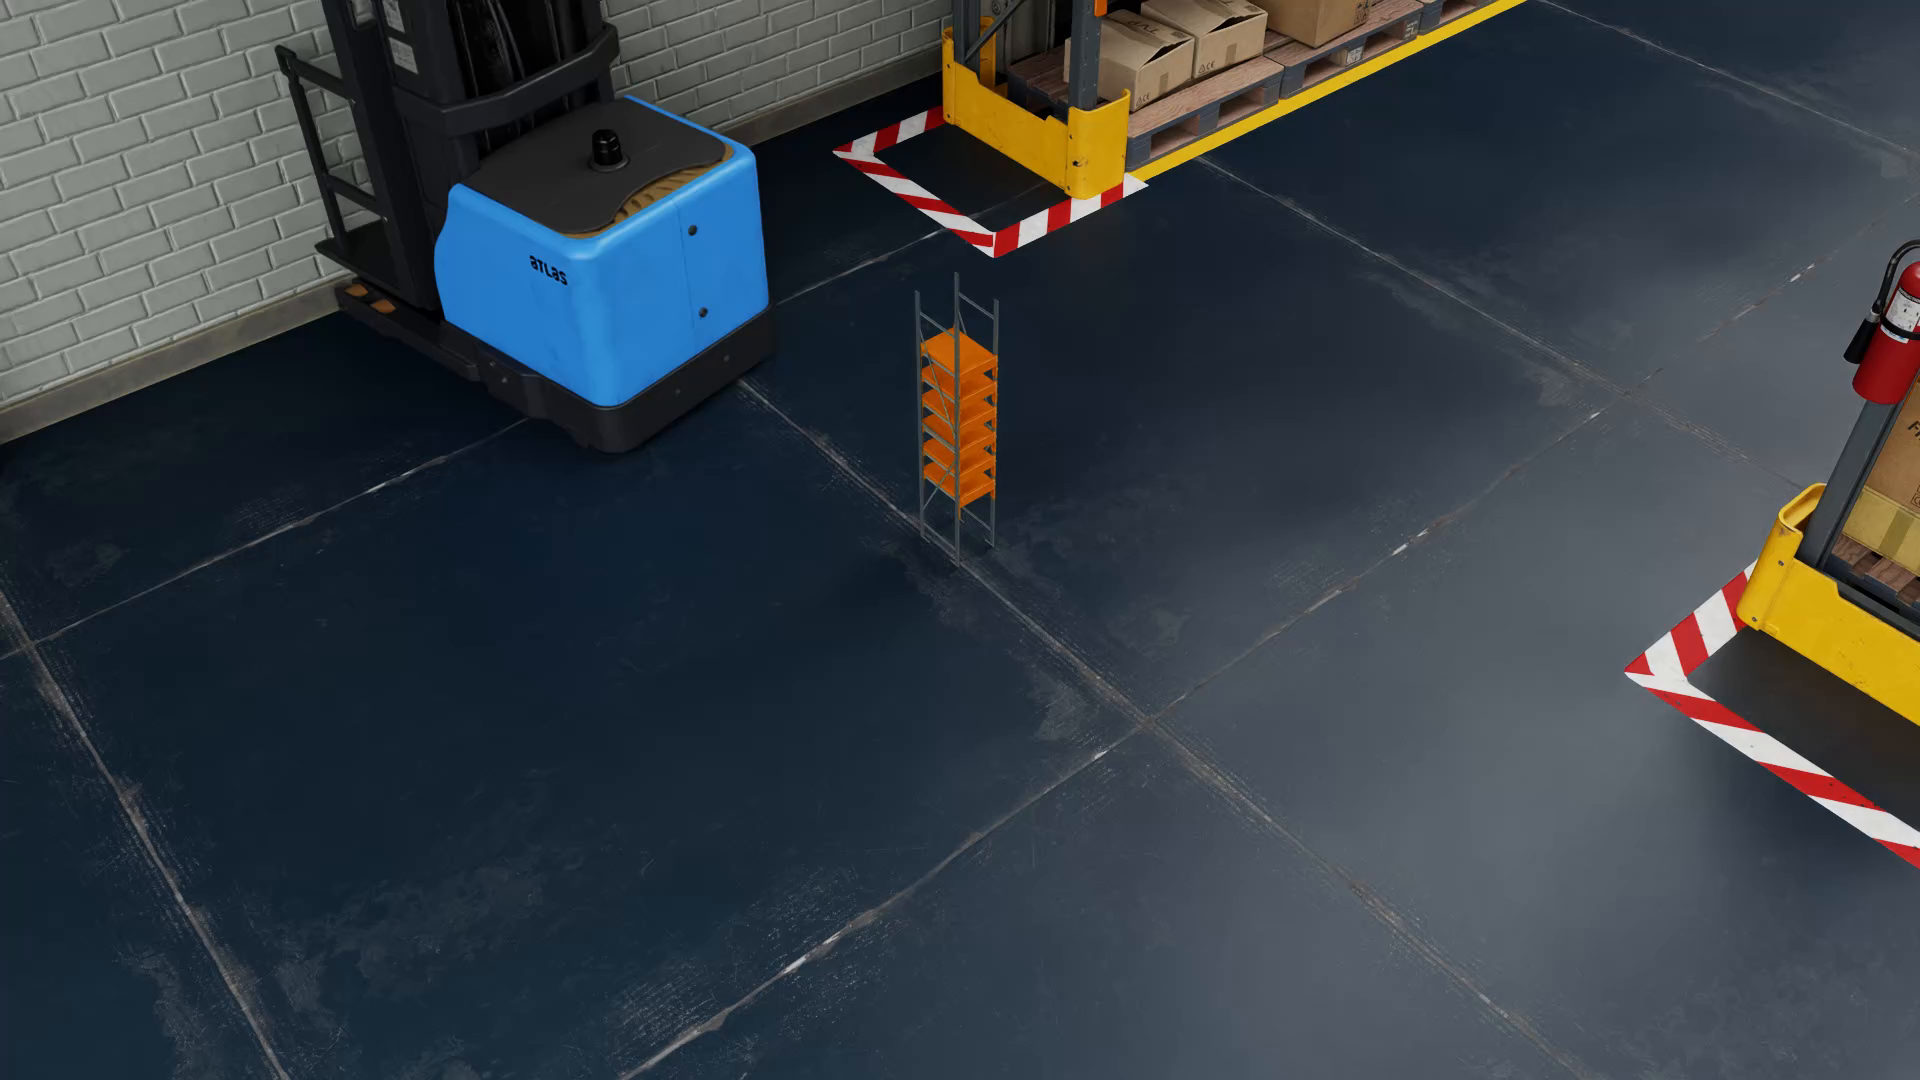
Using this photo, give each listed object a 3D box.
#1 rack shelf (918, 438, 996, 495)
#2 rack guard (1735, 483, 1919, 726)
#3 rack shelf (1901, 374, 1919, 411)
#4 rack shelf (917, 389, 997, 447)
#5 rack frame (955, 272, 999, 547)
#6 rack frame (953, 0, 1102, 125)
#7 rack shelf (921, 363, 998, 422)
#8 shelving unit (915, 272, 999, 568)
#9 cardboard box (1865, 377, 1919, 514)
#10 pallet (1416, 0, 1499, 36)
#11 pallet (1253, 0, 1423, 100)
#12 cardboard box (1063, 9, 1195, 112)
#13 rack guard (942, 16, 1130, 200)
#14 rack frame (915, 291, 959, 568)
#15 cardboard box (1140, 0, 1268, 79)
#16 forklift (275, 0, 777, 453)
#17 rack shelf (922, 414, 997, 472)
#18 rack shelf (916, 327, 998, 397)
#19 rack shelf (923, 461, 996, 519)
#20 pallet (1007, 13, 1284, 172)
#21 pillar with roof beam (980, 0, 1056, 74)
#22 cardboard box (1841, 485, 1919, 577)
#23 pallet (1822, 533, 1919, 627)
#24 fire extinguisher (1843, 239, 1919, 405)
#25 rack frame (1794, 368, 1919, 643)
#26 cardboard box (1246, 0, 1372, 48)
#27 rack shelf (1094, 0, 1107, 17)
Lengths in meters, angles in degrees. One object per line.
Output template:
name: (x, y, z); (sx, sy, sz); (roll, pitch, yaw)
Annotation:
rack shelf: (-0.011, -0.311, 6.445); (0.180, 0.103, 0.258); (-30, 51, -28)
rack guard: (3.489, 0.331, 6.032); (0.348, 0.500, 1.175); (-30, 51, -28)
rack shelf: (5.041, -1.207, 6.370); (4.000, 0.370, 1.077); (-30, 51, -28)
rack shelf: (-0.011, -0.486, 6.281); (0.180, 0.103, 0.258); (-30, 51, -28)
rack frame: (0.059, -0.471, 6.375); (0.006, 1.200, 0.240); (-30, 51, -28)
rack frame: (0.326, -3.190, 7.956); (0.127, 3.000, 1.000); (-30, 51, -28)
rack shelf: (-0.011, -0.574, 6.199); (0.180, 0.103, 0.258); (-30, 51, -28)
shelving unit: (-0.011, -0.431, 6.332); (0.189, 1.200, 0.258); (-30, 51, -28)
cardboard box: (3.728, -0.407, 6.146); (0.500, 0.500, 0.500); (-30, 51, -28)
pallet: (2.902, -3.617, 10.447); (1.213, 0.211, 1.003); (-30, 51, -28)
pallet: (1.965, -3.079, 9.874); (1.213, 0.211, 1.003); (-30, 51, -28)
cardboard box: (0.914, -2.627, 8.999); (0.500, 0.311, 0.500); (33, 52, 30)
rack guard: (0.384, -2.313, 8.847); (0.348, 0.500, 1.175); (-30, 51, -28)
rack frame: (-0.081, -0.391, 6.290); (0.006, 1.200, 0.240); (-30, 51, -28)
cardboard box: (1.352, -2.878, 9.266); (0.500, 0.311, 0.500); (-26, 49, -25)
forklift: (-2.305, -2.279, 7.036); (3.031, 2.935, 1.130); (28, 50, 27)
rack shelf: (-0.011, -0.399, 6.363); (0.180, 0.103, 0.258); (-30, 51, -28)
rack shelf: (-0.011, -0.661, 6.116); (0.180, 0.103, 0.258); (-30, 51, -28)
rack shelf: (-0.011, -0.224, 6.527); (0.180, 0.103, 0.258); (-30, 51, -28)
pallet: (1.030, -2.546, 9.306); (1.213, 0.211, 1.003); (-30, 51, -28)
pillar with roof beam: (3.070, -3.878, 4.306); (0.400, 9.000, 9.100); (-30, 51, -28)
cardboard box: (3.729, -0.132, 6.401); (0.500, 0.250, 0.500); (-30, 51, -28)
pallet: (4.067, 0.068, 6.524); (1.213, 0.211, 1.003); (-30, 51, -28)
fire extinguisher: (3.118, -0.755, 5.419); (0.183, 0.674, 0.296); (-30, 51, -28)
rack frame: (3.507, -0.591, 5.188); (0.127, 3.000, 1.000); (-30, 51, -28)
cardboard box: (1.947, -3.243, 9.516); (0.500, 0.500, 0.700); (-33, 52, -30)
rack shelf: (1.860, -3.807, 9.138); (4.000, 0.370, 1.077); (-30, 51, -28)
